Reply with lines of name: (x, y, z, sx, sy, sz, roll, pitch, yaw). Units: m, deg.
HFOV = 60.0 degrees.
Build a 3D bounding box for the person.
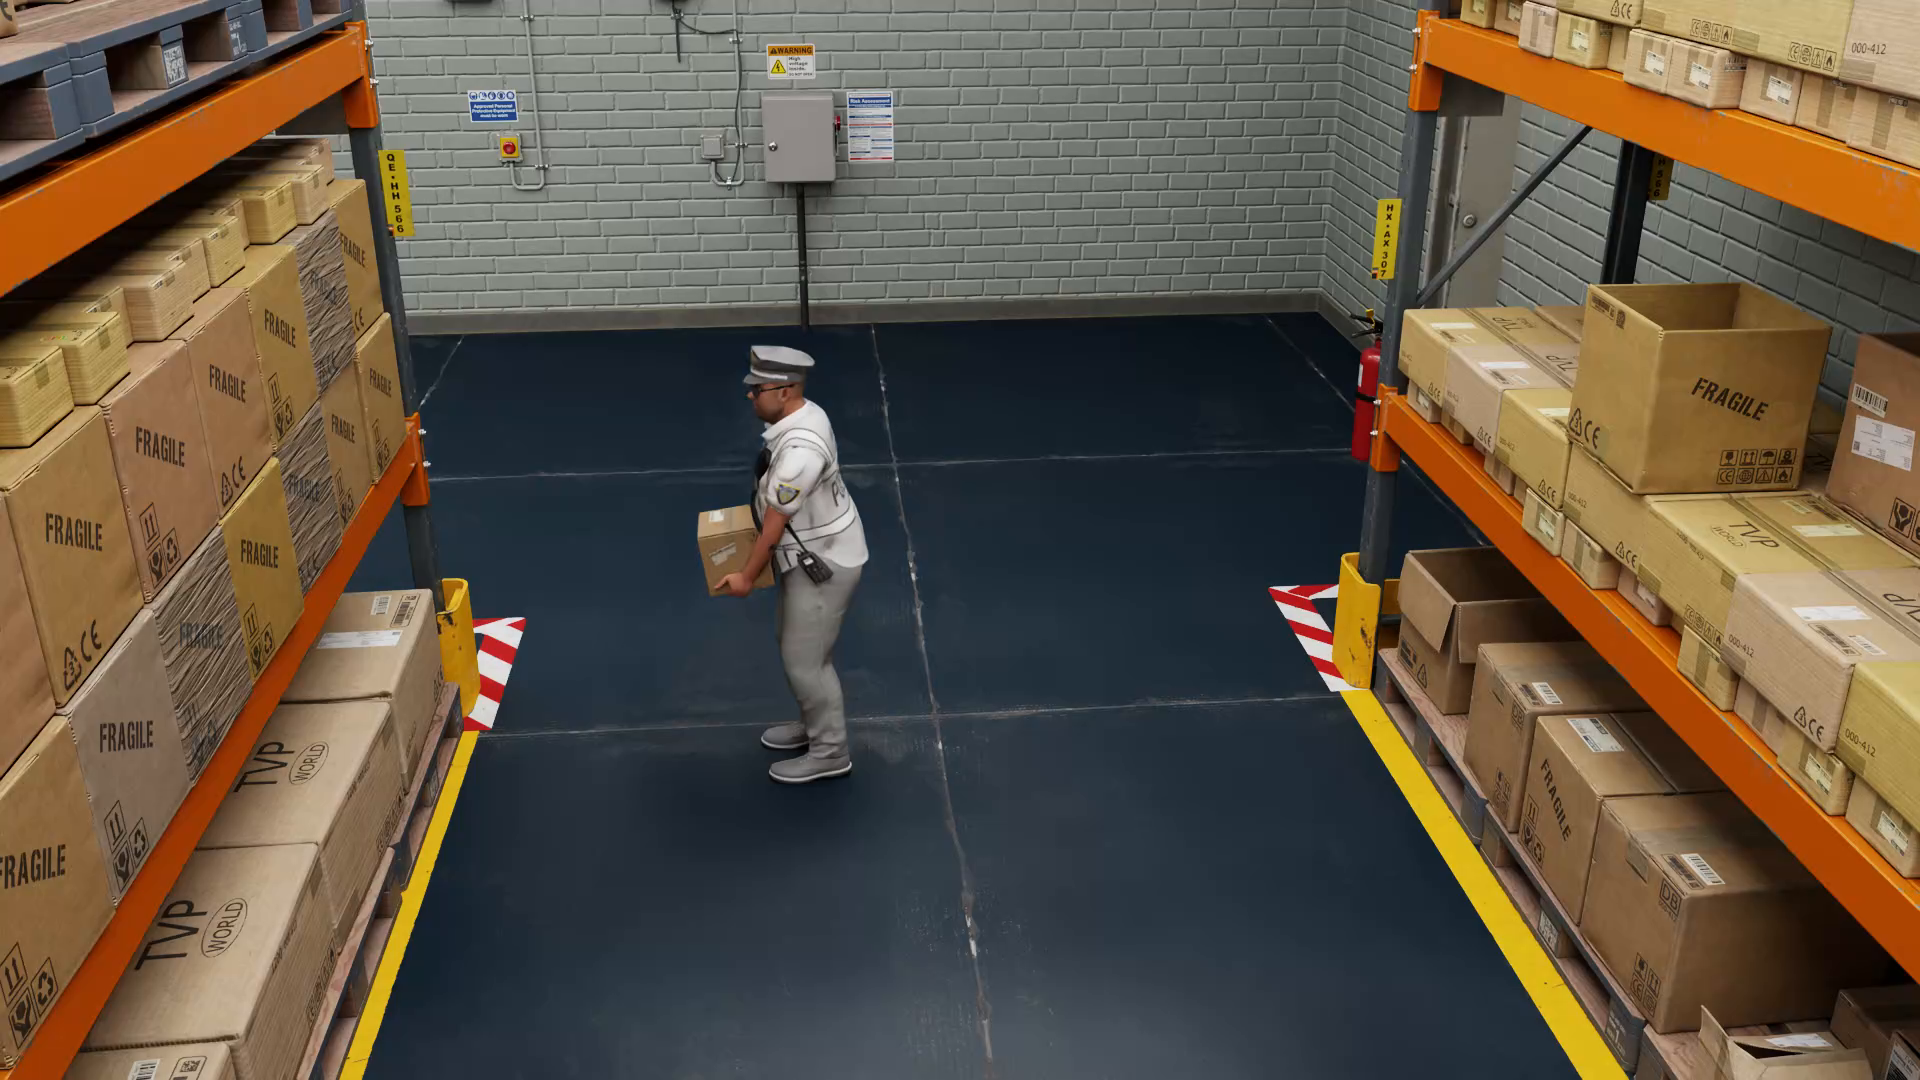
person: (-0.647, 0.091, 6.396, 0.586, 1.750, 0.487, -3, 24, -6)
